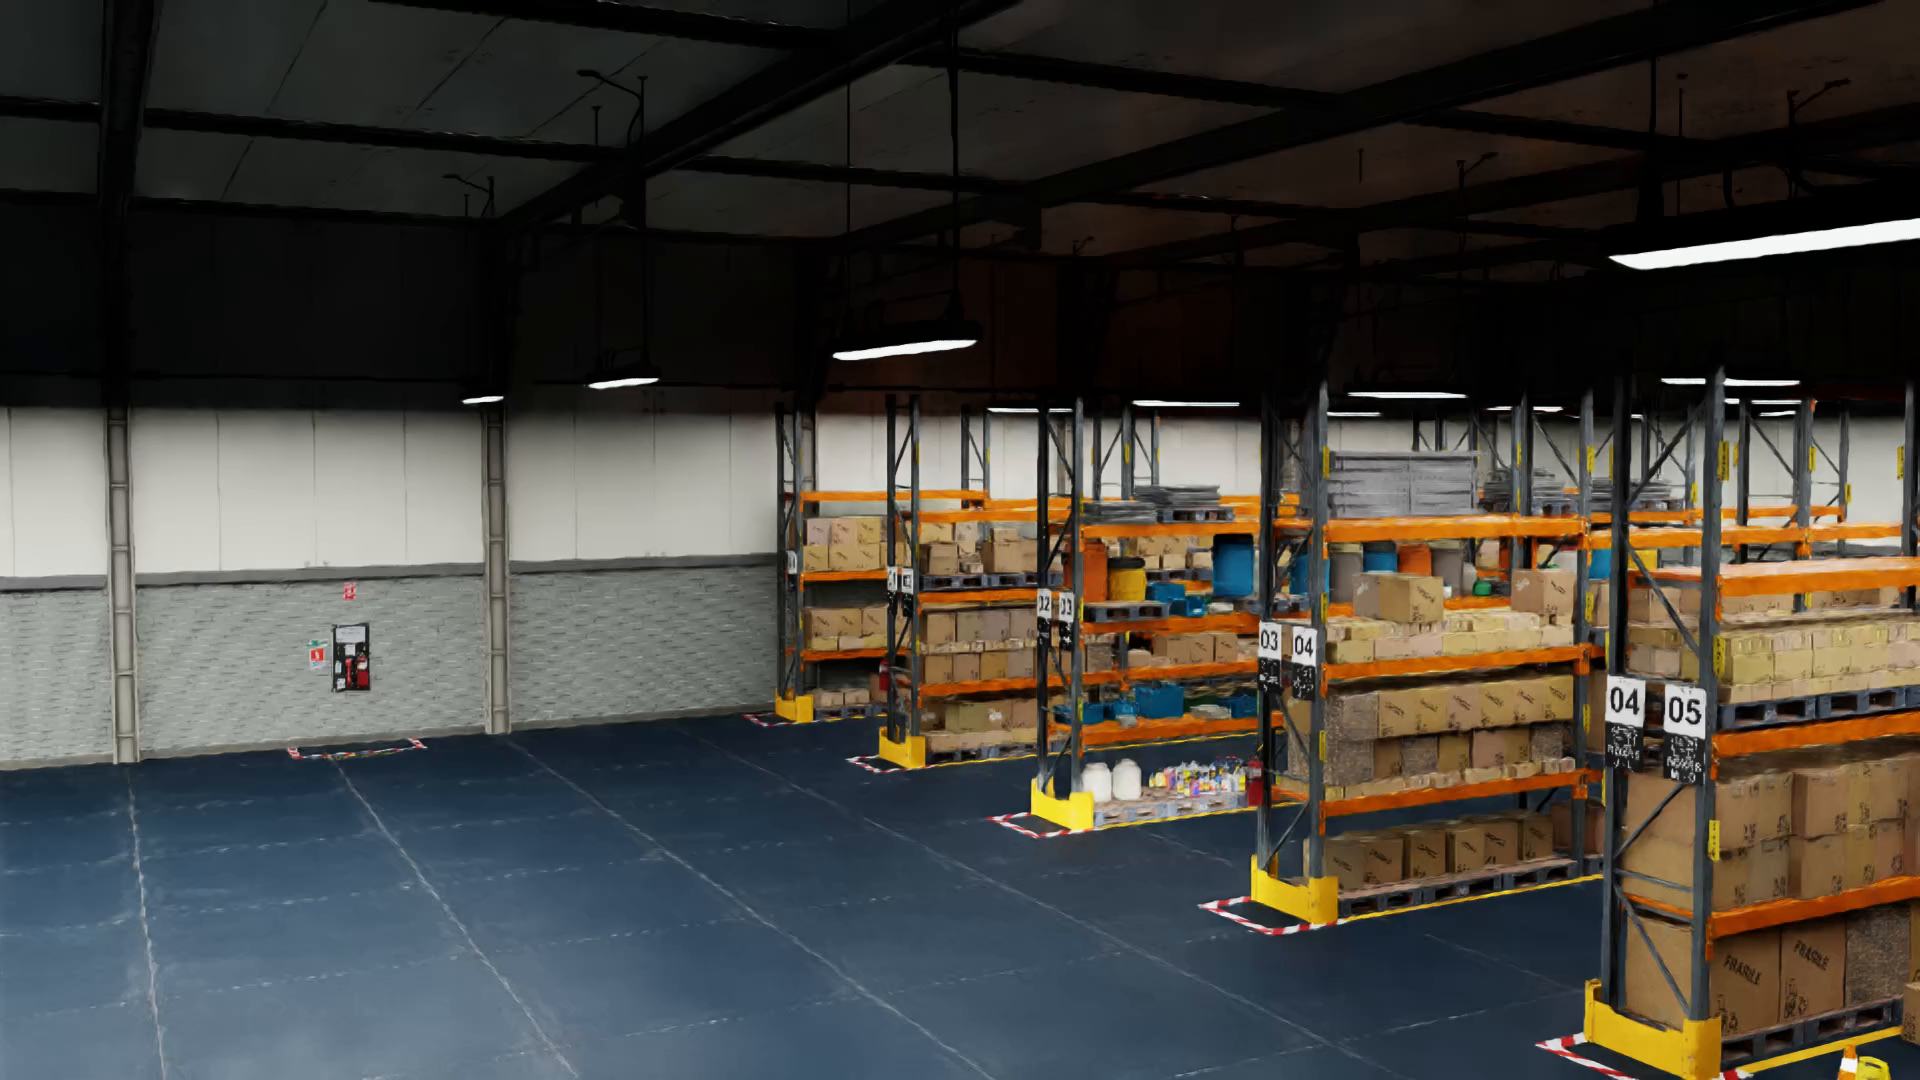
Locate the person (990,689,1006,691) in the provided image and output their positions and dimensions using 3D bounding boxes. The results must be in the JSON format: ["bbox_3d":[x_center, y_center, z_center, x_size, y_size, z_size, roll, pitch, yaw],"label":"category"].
[{"bbox_3d":[0.677,2.662,30.003,0.999,1.596,0.461,-2,4,-28],"label":"person"}]
